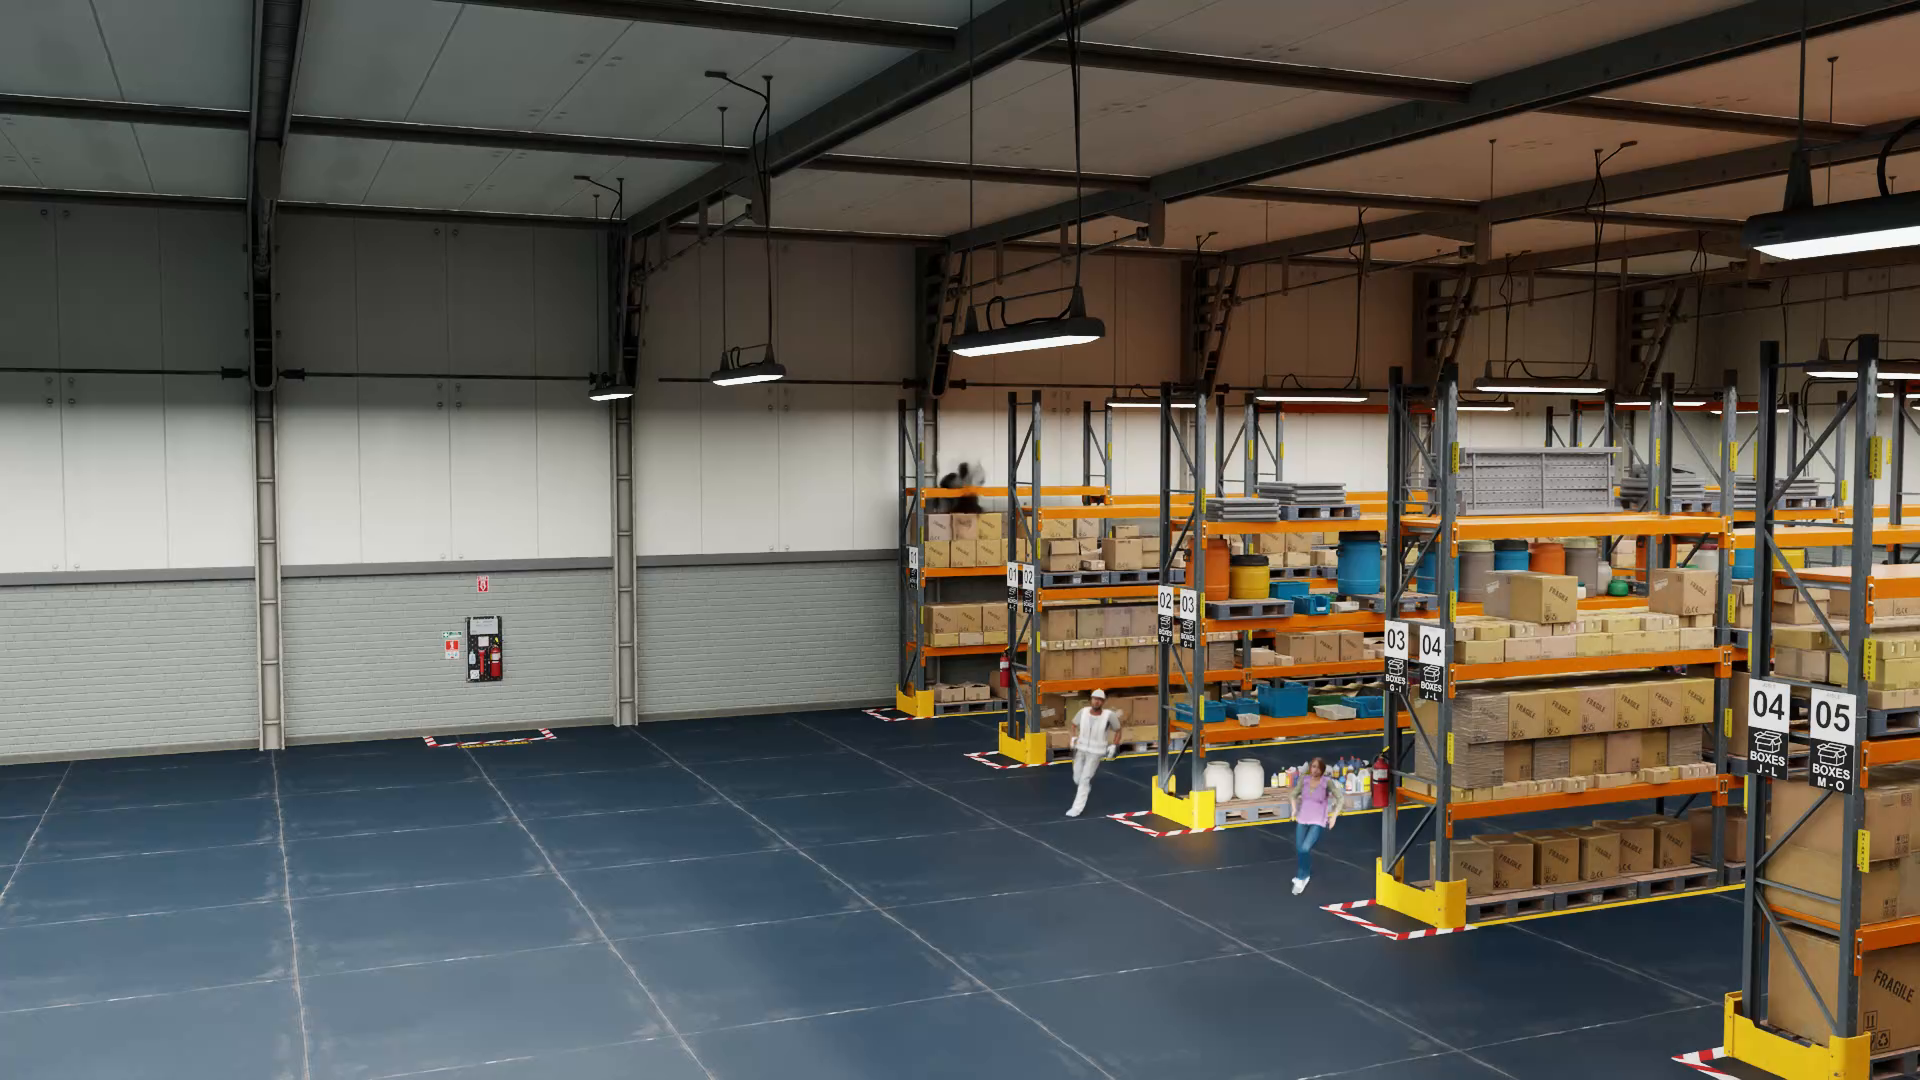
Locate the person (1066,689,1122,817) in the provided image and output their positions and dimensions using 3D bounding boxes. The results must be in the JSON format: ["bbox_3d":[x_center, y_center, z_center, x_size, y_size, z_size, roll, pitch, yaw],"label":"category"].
[{"bbox_3d":[1.851,2.941,23.127,0.743,1.733,0.872,1,4,24],"label":"person"}]

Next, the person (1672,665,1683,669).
[{"bbox_3d":[13.178,2.605,30.190,0.666,1.616,0.612,-2,4,-34],"label":"person"}]

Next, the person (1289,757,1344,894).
[{"bbox_3d":[4.054,3.266,19.078,0.602,1.586,0.613,3,4,38],"label":"person"}]
